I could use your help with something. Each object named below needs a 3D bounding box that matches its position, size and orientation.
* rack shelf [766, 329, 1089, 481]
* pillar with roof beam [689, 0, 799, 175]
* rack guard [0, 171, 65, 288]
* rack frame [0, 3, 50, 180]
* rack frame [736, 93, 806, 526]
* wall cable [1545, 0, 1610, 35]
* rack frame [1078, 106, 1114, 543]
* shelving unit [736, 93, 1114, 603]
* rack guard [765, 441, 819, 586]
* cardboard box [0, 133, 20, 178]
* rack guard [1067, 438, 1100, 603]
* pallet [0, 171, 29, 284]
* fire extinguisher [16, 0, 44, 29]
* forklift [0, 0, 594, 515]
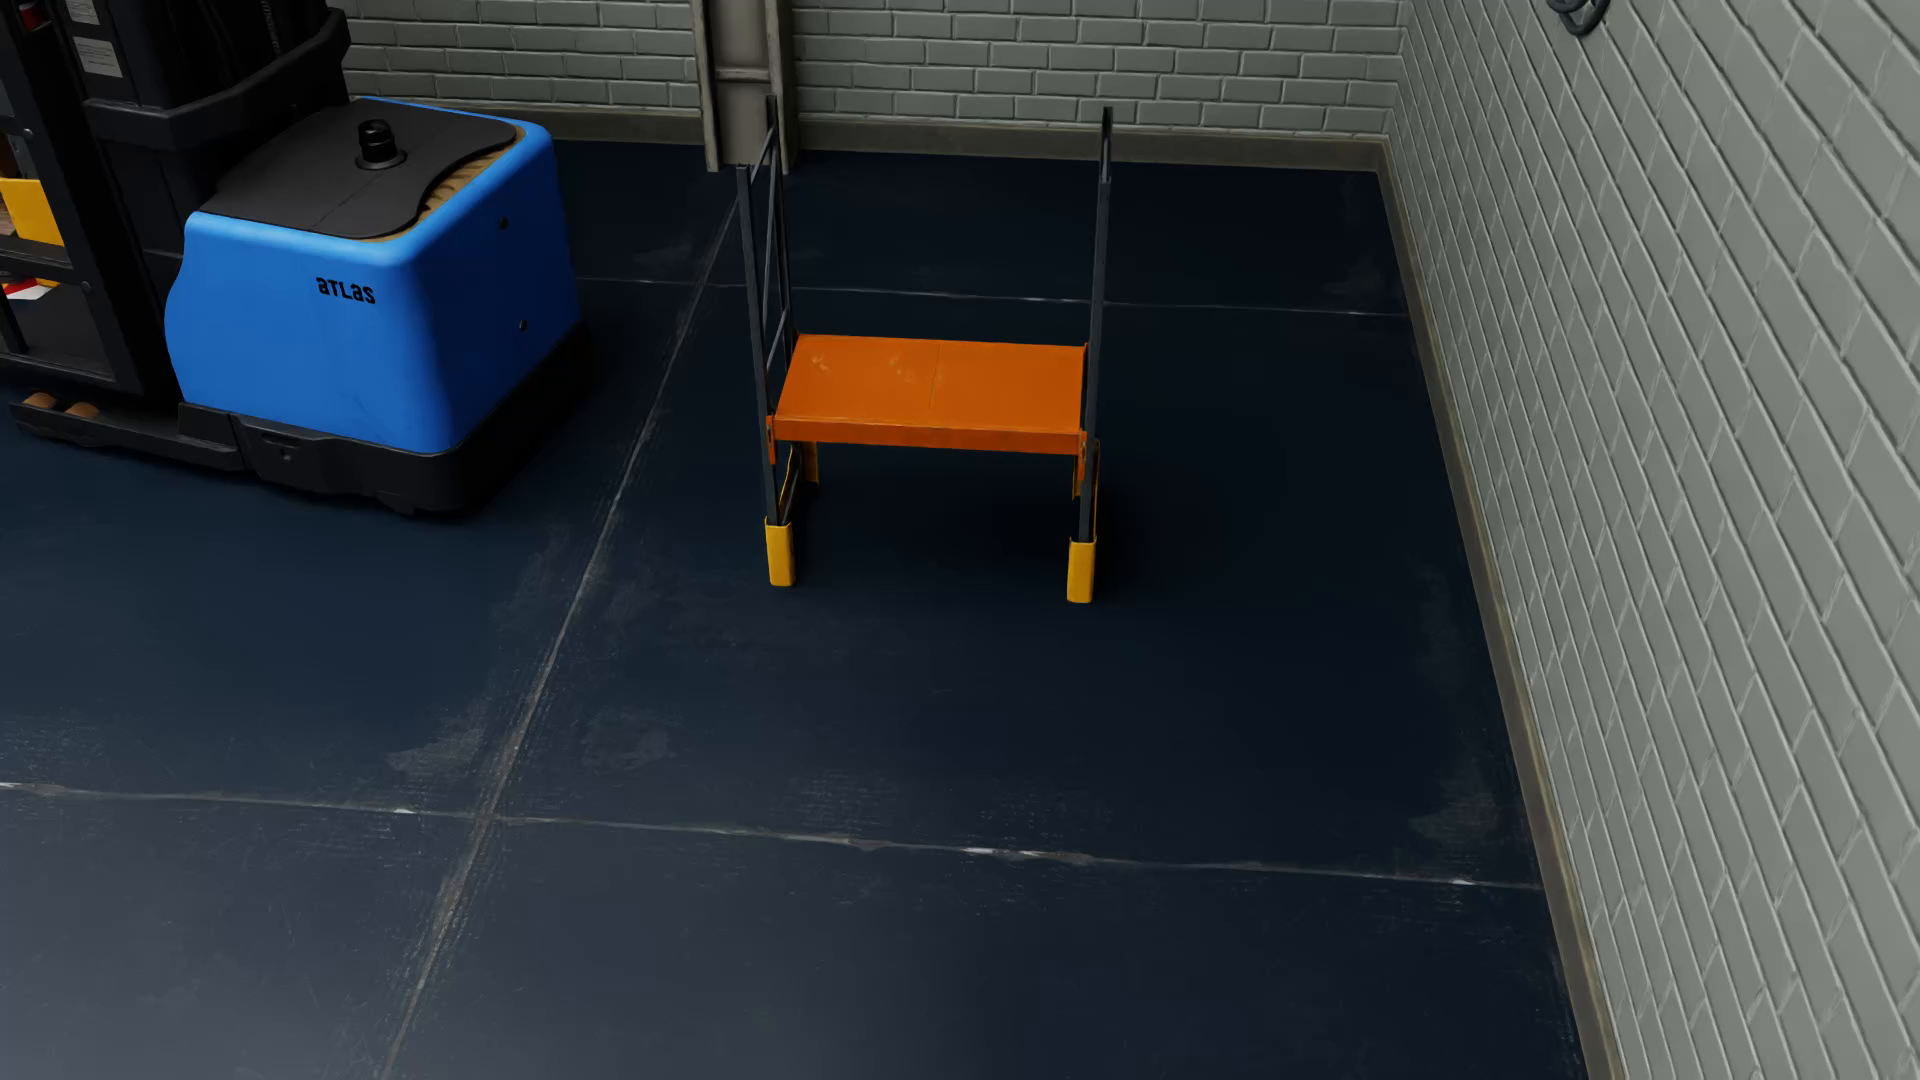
[{"bbox_3d":[-0.085,-0.447,5.396,1.000,0.185,0.538,3,39,4],"label":"rack shelf"},{"bbox_3d":[-1.363,-2.619,1.840,0.400,9.000,9.100,3,39,4],"label":"pillar with roof beam"},{"bbox_3d":[-3.732,-1.633,7.360,0.348,0.500,1.175,3,39,4],"label":"rack guard"},{"bbox_3d":[-3.756,-2.603,6.572,0.127,3.000,1.000,3,39,4],"label":"rack frame"},{"bbox_3d":[-0.591,-0.614,5.316,0.032,1.500,0.500,3,39,4],"label":"rack frame"},{"bbox_3d":[1.848,-3.193,5.004,0.112,2.526,3.097,3,39,4],"label":"wall cable"},{"bbox_3d":[0.421,-0.559,5.248,0.032,1.500,0.500,3,39,4],"label":"rack frame"},{"bbox_3d":[-0.076,-0.586,5.282,1.083,1.500,0.587,3,39,4],"label":"shelving unit"},{"bbox_3d":[-0.572,-0.128,5.710,0.087,0.250,0.587,3,39,4],"label":"rack guard"},{"bbox_3d":[-4.462,-1.772,7.198,0.500,0.500,0.700,3,39,4],"label":"cardboard box"},{"bbox_3d":[0.420,-0.074,5.643,0.087,0.250,0.587,3,39,4],"label":"rack guard"},{"bbox_3d":[-4.559,-1.516,7.446,1.213,0.211,1.003,3,39,4],"label":"pallet"},{"bbox_3d":[-3.646,-2.130,6.348,0.183,0.674,0.296,3,39,4],"label":"fire extinguisher"},{"bbox_3d":[-2.993,-1.781,5.616,3.031,2.935,1.130,12,41,14],"label":"forklift"}]
